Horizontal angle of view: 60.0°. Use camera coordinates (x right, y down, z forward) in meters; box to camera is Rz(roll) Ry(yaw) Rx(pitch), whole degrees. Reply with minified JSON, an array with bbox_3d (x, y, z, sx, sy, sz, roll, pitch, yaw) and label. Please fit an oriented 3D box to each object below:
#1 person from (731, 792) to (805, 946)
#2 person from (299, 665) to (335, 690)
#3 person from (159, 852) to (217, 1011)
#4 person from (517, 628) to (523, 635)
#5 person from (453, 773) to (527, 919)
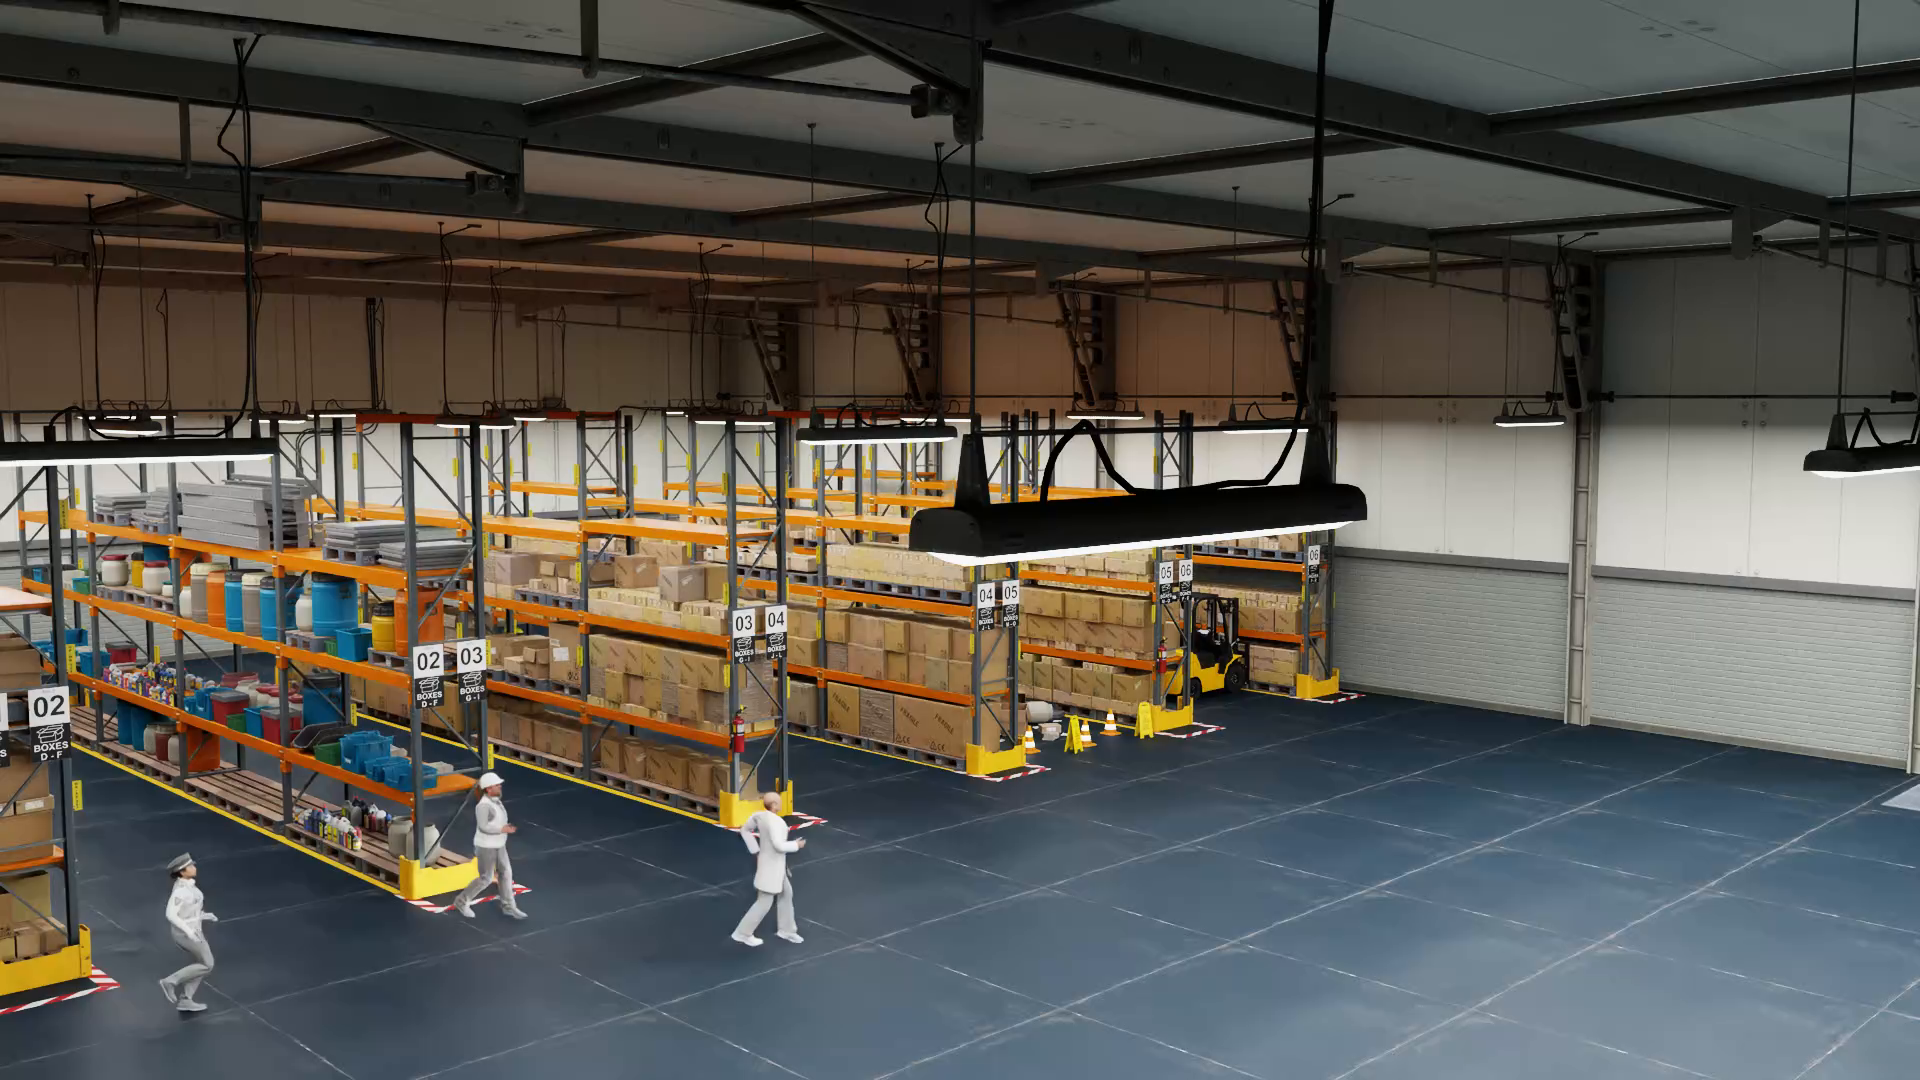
[{"bbox_3d":[-2.187,3.798,19.013,0.892,1.840,0.685,-2,5,-19],"label":"person"},{"bbox_3d":[-11.339,2.889,29.597,0.961,1.698,0.662,4,6,36],"label":"person"},{"bbox_3d":[-7.941,4.032,17.100,0.554,1.661,0.616,-2,5,-22],"label":"person"},{"bbox_3d":[-8.735,2.599,32.944,0.590,1.719,0.676,4,6,40],"label":"person"},{"bbox_3d":[-5.674,3.698,20.074,0.835,1.801,0.675,0,5,2],"label":"person"}]
